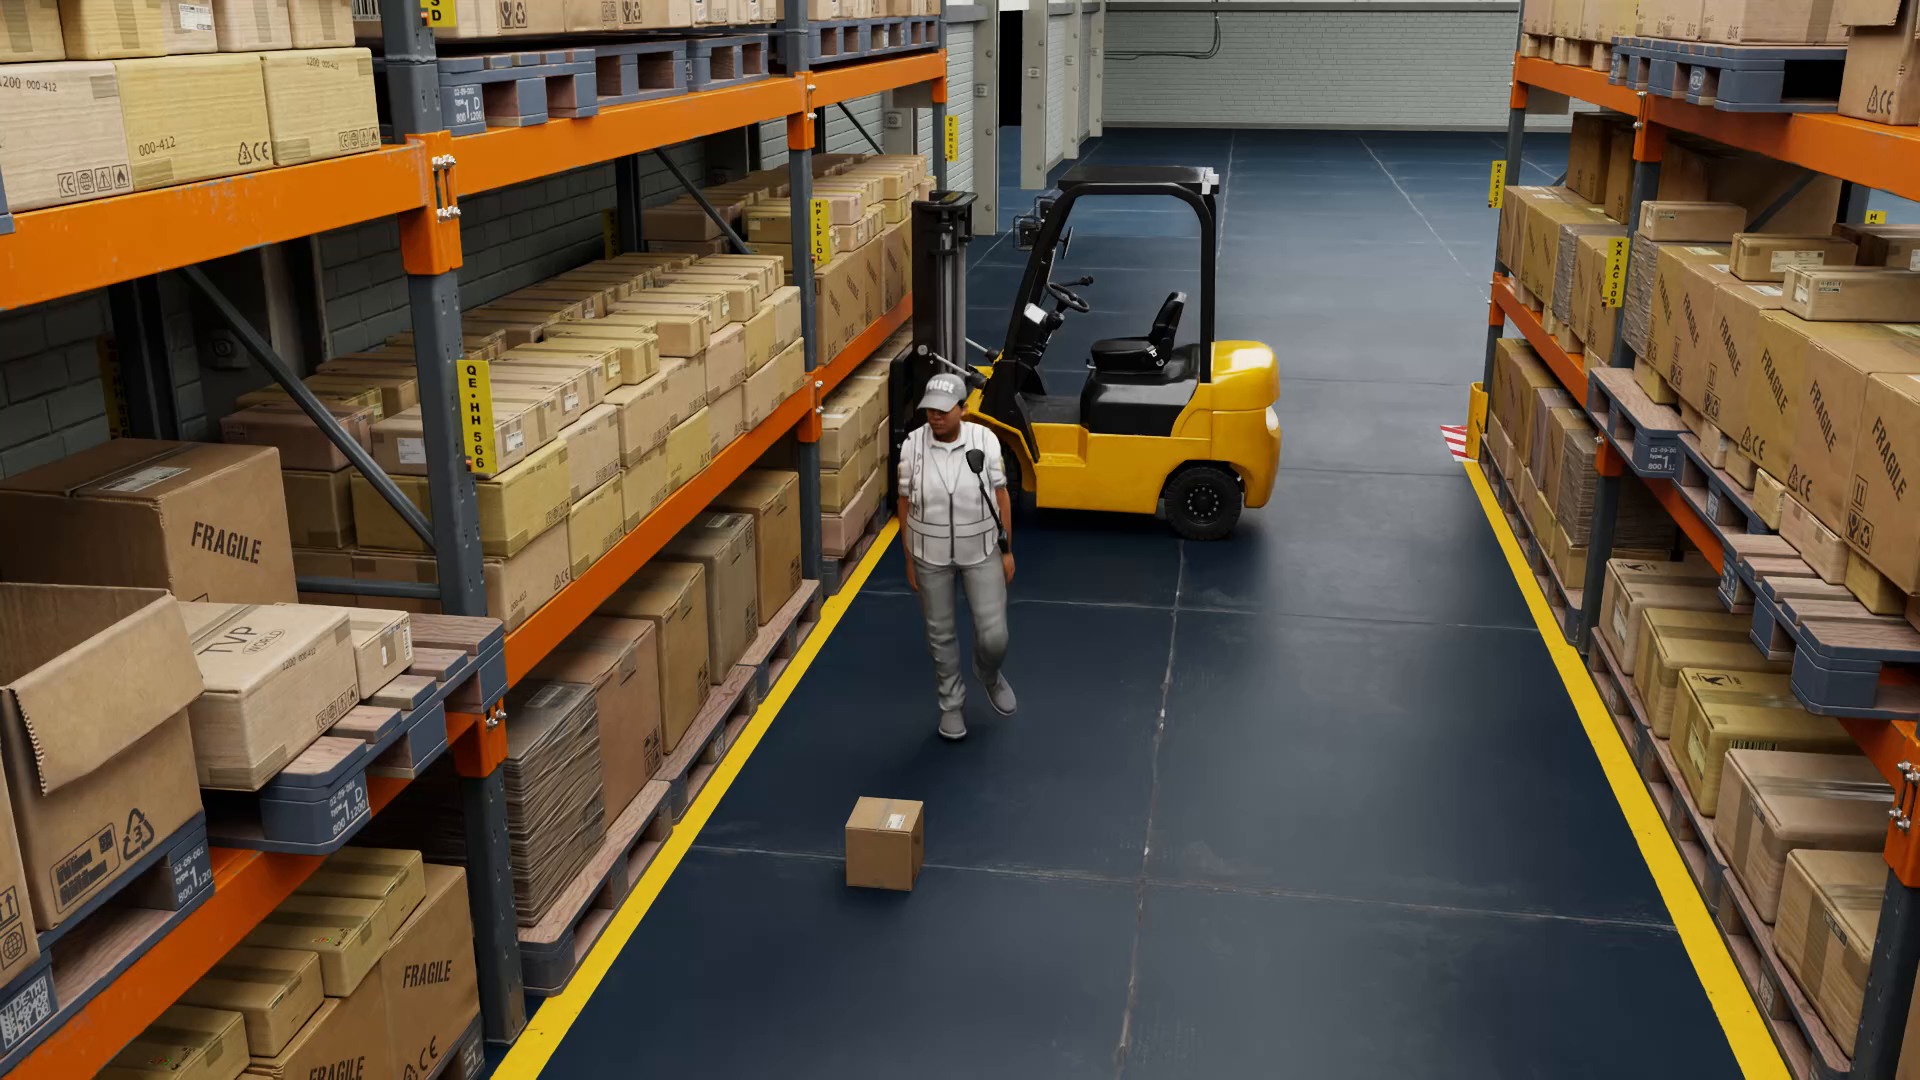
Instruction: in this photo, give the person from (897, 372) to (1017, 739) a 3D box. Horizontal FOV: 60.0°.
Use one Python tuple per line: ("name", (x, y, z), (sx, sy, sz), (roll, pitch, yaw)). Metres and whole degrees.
("person", (-0.009, 0.069, 7.279), (0.524, 1.659, 0.493), (1, 18, 4))
